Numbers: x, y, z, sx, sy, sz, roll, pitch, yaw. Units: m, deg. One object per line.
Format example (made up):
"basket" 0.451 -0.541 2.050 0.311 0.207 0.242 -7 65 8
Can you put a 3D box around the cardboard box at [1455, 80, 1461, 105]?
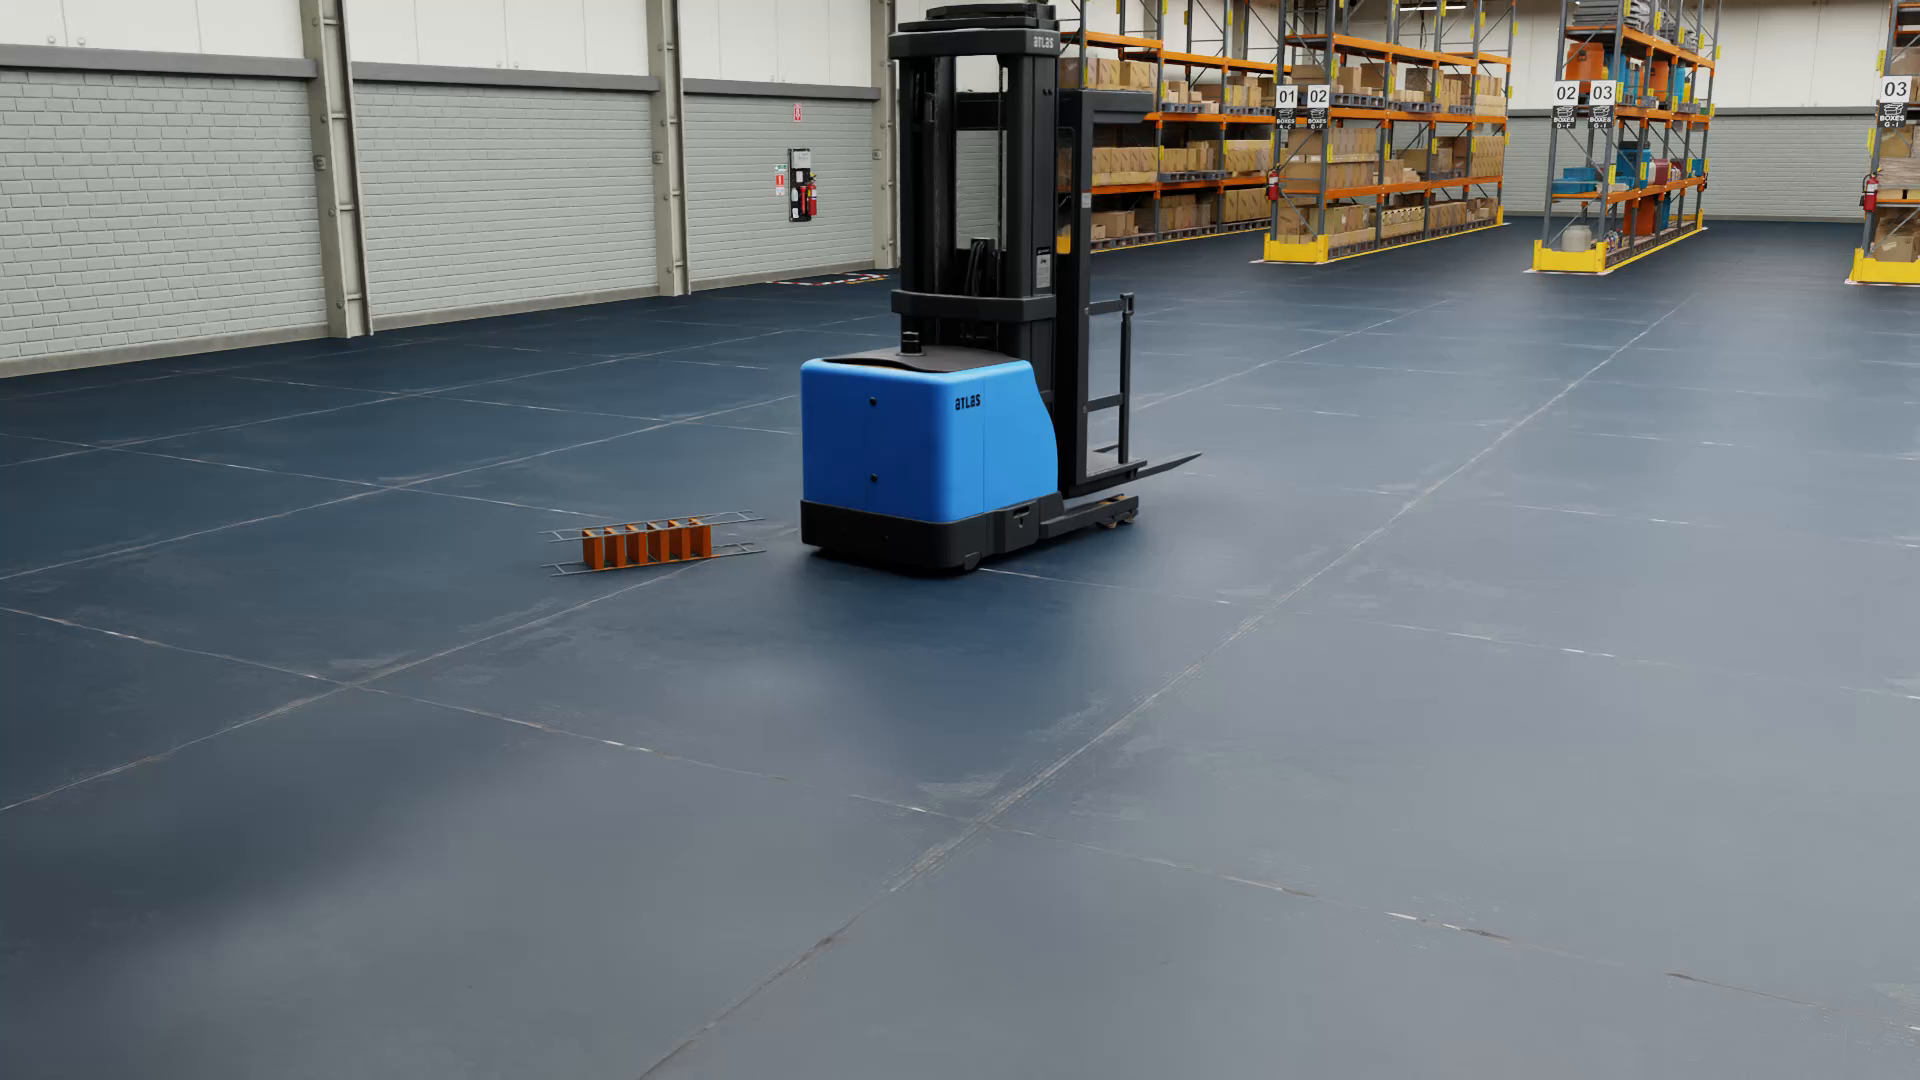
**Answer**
"cardboard box" 11.836 -10.864 40.472 0.600 0.600 0.600 6 15 23

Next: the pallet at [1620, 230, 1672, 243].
"pallet" 15.481 -6.877 37.607 1.003 0.211 1.213 7 15 28

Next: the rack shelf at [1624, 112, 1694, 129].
"rack shelf" 15.512 -9.335 36.990 1.077 0.370 4.000 7 15 28

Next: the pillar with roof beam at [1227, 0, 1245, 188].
"pillar with roof beam" 11.156 -12.430 41.891 9.100 9.000 0.400 7 15 28

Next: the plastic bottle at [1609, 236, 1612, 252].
"plastic bottle" 11.952 -5.450 30.595 0.061 0.283 0.133 8 16 29

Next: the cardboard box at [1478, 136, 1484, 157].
"cardboard box" 12.868 -9.904 41.870 0.500 0.500 0.500 7 15 26

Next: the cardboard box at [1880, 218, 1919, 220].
"cardboard box" 18.318 -5.999 32.412 0.700 0.500 0.500 6 15 23

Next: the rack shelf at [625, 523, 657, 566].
"rack shelf" -1.737 0.020 9.037 0.103 0.180 0.258 -7 15 -26

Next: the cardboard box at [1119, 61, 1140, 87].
"cardboard box" 3.435 -9.765 34.850 0.500 0.500 0.500 7 15 26

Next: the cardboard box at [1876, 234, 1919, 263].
"cardboard box" 15.330 -4.729 27.187 0.500 0.500 0.500 11 17 38

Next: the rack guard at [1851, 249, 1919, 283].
"rack guard" 15.050 -4.414 26.777 1.175 0.500 0.348 7 15 28

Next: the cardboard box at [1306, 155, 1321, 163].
"cardboard box" 6.722 -7.157 31.224 0.380 0.149 0.250 7 15 28

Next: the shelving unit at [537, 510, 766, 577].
"shelving unit" -1.670 0.012 9.071 1.200 0.189 0.258 -7 15 -26

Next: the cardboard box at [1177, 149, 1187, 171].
"cardboard box" 4.782 -8.734 38.208 0.700 0.500 0.500 10 17 36

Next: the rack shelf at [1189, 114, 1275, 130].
"rack shelf" 6.839 -10.458 41.646 1.077 0.370 4.000 7 15 28

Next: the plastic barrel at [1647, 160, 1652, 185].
"plastic barrel" 13.830 -7.473 33.839 0.433 0.535 0.433 0 14 0

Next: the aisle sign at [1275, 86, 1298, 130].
"aisle sign" 6.055 -8.021 30.856 0.394 0.787 0.004 7 15 28

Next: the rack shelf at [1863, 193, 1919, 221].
"rack shelf" 15.980 -5.675 28.206 1.077 0.370 4.000 7 15 28

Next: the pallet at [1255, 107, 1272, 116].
"pallet" 7.406 -10.931 42.483 0.805 0.209 1.217 7 15 26

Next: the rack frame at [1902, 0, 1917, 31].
"rack frame" 22.748 -11.813 39.333 1.000 3.000 0.127 7 15 28

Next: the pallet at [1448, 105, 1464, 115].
"pallet" 11.269 -10.227 39.555 1.213 0.211 1.003 7 15 28

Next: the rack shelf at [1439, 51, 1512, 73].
"rack shelf" 13.111 -12.175 42.374 1.077 0.370 4.000 7 15 28

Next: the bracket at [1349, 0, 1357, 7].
"bracket" 11.945 -16.430 50.802 0.235 0.232 0.430 7 15 28

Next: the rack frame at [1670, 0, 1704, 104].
"rack frame" 16.479 -11.554 38.256 1.000 3.000 0.127 7 15 28

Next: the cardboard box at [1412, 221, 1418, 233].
"cardboard box" 9.924 -7.004 37.157 0.500 0.250 0.500 7 15 27

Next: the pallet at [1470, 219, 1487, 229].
"pallet" 13.066 -8.235 43.244 1.003 0.211 1.213 7 15 28

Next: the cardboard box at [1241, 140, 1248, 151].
"cardboard box" 6.815 -9.784 41.225 0.500 0.250 0.500 7 15 28

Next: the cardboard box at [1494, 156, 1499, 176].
"cardboard box" 13.852 -9.839 43.731 0.500 0.500 0.500 8 15 29

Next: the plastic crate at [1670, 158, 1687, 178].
"plastic crate" 17.130 -8.852 39.587 0.402 0.464 0.583 7 15 28

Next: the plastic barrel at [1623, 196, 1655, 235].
"plastic barrel" 14.767 -7.068 36.185 0.600 0.830 0.708 7 15 28

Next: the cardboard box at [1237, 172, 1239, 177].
"cardboard box" 6.698 -9.083 41.304 0.380 0.149 0.250 8 16 29

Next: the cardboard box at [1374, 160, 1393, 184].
"cardboard box" 8.917 -7.870 35.565 0.500 0.500 0.500 9 16 32

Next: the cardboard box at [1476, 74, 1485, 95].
"cardboard box" 12.712 -11.383 41.601 0.700 0.500 0.500 7 15 28

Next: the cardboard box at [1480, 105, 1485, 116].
"cardboard box" 12.841 -10.758 41.678 0.500 0.250 0.500 7 15 28

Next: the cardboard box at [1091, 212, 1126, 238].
"cardboard box" 3.093 -6.690 35.277 0.700 0.500 0.500 6 15 25

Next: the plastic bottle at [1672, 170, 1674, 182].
"plastic bottle" 15.974 -8.206 37.435 0.152 0.276 0.135 7 15 28

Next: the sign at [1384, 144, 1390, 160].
"sign" 8.764 -7.955 34.112 0.100 0.325 0.005 7 15 28

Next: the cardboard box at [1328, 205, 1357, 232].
"cardboard box" 7.525 -6.361 32.891 0.500 0.500 0.500 7 15 28

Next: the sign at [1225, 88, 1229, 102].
"sign" 6.347 -10.587 39.543 0.100 0.325 0.005 7 15 28

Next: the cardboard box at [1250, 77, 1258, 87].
"cardboard box" 7.266 -11.679 42.426 0.500 0.250 0.500 9 16 32

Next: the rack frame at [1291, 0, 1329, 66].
"rack frame" 9.740 -13.497 46.316 1.000 3.000 0.127 7 15 28

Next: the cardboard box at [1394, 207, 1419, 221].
"cardboard box" 9.928 -7.276 37.087 0.500 0.311 0.500 7 15 27

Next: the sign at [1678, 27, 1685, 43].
"sign" 15.030 -10.515 34.638 0.100 0.325 0.005 7 15 28

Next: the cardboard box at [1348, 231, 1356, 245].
"cardboard box" 7.524 -5.997 32.979 0.500 0.250 0.500 7 15 28

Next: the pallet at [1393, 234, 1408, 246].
"pallet" 9.188 -6.609 36.497 1.003 0.211 1.213 7 15 28

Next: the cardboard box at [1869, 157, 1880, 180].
"cardboard box" 15.440 -6.033 27.310 0.875 0.500 0.500 7 15 28

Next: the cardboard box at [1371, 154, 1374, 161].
"cardboard box" 8.212 -7.791 33.853 0.380 0.149 0.250 7 15 27

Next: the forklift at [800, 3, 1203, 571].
"forklift" 0.418 -1.552 9.719 1.130 2.935 3.031 10 17 36

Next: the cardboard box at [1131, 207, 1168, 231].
"cardboard box" 4.280 -7.270 37.683 0.700 0.500 0.500 8 16 30

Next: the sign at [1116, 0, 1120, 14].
"sign" 3.450 -11.627 36.232 0.100 0.325 0.005 7 15 28

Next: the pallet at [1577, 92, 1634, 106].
"pallet" 11.163 -7.700 29.076 1.003 0.211 1.213 7 15 28
